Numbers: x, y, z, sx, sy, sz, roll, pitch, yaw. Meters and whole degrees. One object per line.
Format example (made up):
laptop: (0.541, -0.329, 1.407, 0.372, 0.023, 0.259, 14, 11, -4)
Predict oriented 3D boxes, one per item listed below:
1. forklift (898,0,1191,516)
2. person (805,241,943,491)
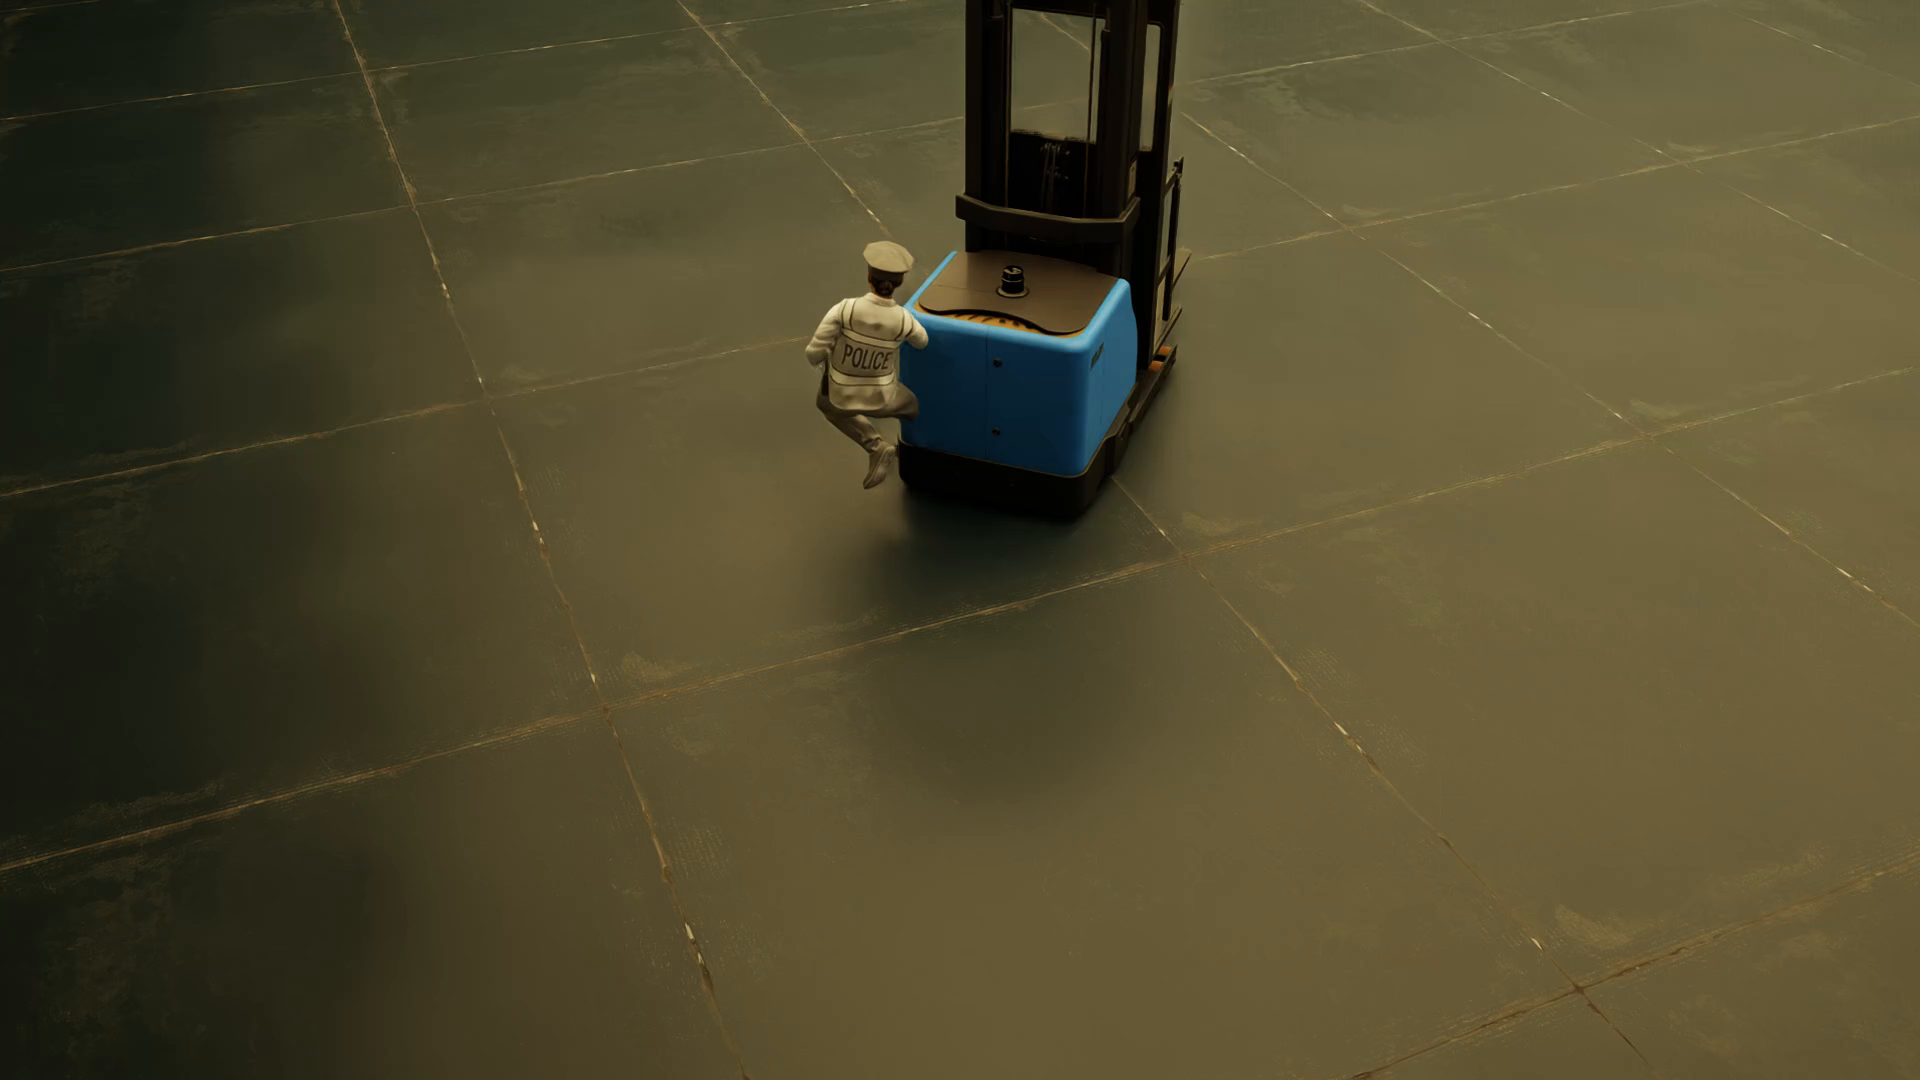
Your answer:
forklift: (0.666, -2.172, 9.153, 1.130, 2.935, 3.031, 12, 37, 17)
person: (-0.416, -0.875, 8.548, 0.750, 1.506, 0.664, -4, 36, -5)
